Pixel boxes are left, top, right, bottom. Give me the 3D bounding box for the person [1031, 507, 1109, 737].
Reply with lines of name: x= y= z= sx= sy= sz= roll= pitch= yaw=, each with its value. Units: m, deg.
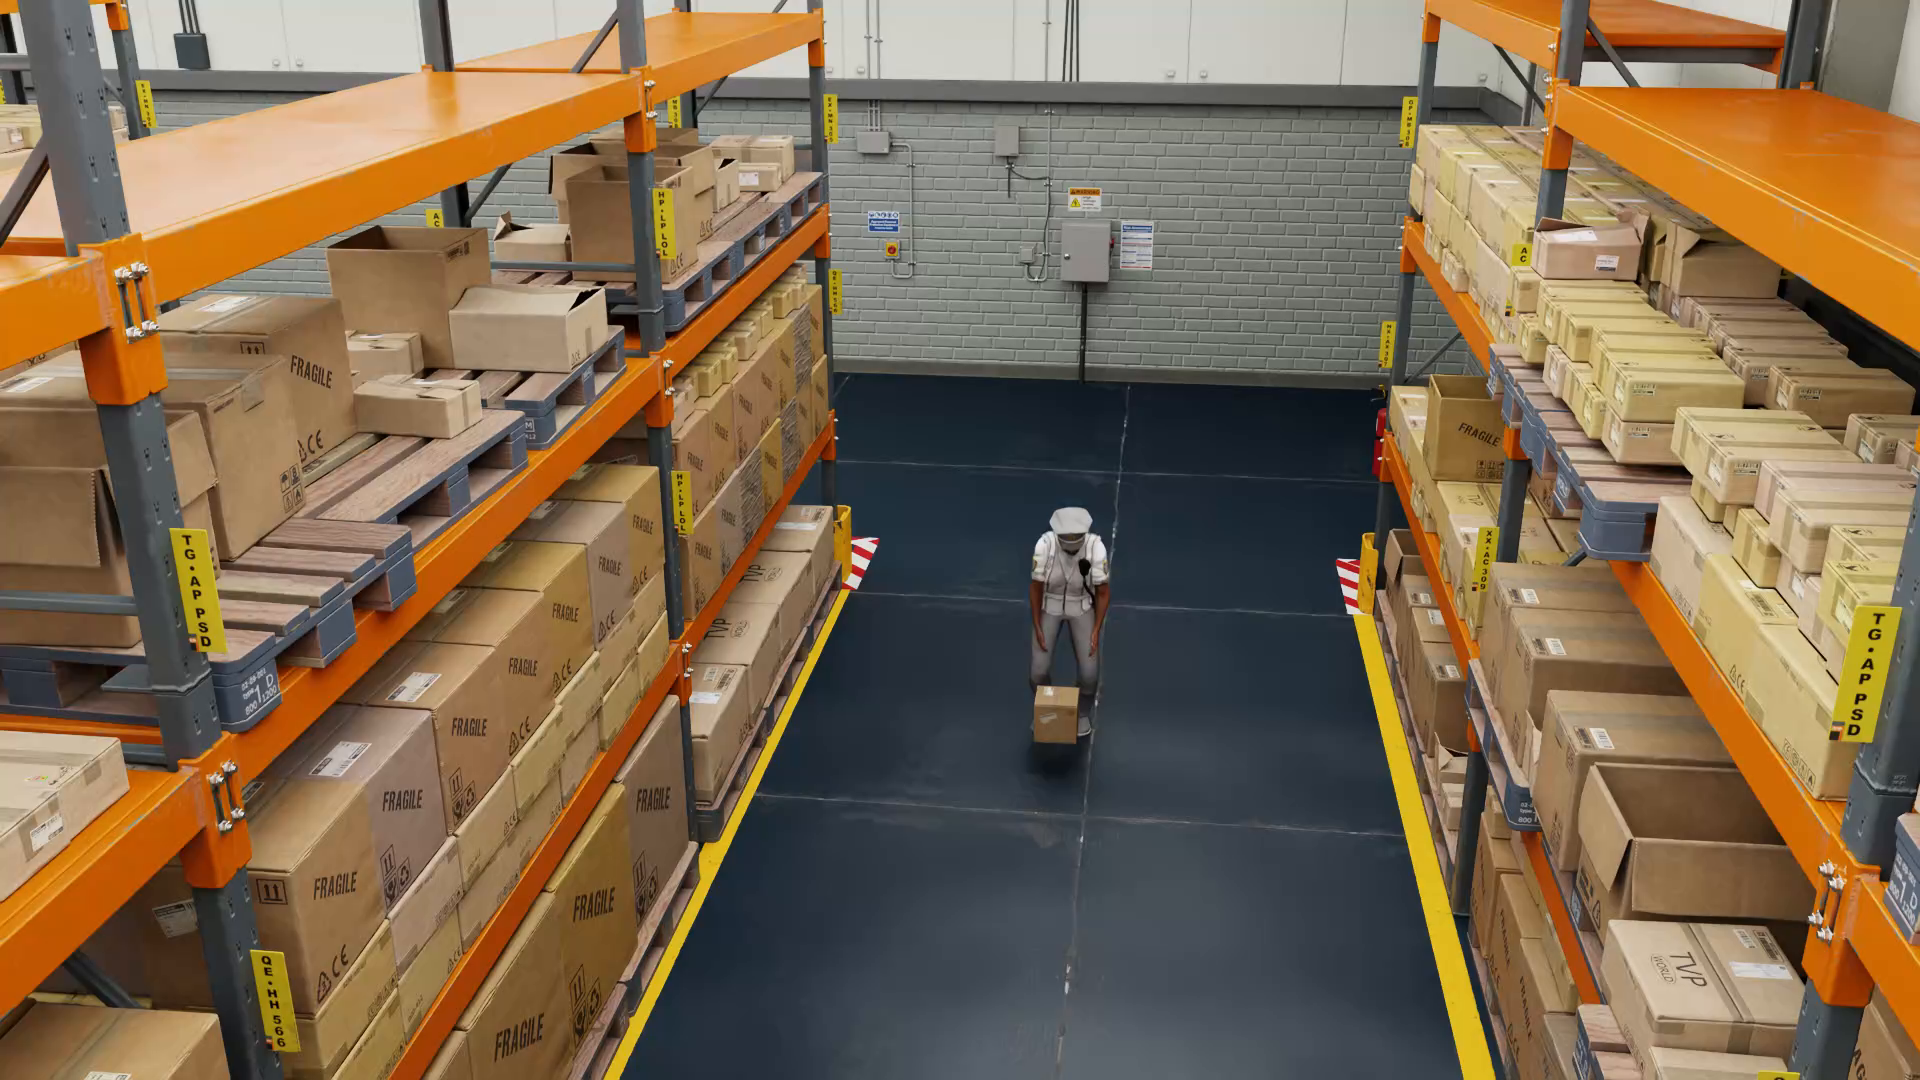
person: x=0.658 y=0.491 z=10.057 sx=0.470 sy=1.508 sz=0.556 roll=3 pitch=21 yaw=7
